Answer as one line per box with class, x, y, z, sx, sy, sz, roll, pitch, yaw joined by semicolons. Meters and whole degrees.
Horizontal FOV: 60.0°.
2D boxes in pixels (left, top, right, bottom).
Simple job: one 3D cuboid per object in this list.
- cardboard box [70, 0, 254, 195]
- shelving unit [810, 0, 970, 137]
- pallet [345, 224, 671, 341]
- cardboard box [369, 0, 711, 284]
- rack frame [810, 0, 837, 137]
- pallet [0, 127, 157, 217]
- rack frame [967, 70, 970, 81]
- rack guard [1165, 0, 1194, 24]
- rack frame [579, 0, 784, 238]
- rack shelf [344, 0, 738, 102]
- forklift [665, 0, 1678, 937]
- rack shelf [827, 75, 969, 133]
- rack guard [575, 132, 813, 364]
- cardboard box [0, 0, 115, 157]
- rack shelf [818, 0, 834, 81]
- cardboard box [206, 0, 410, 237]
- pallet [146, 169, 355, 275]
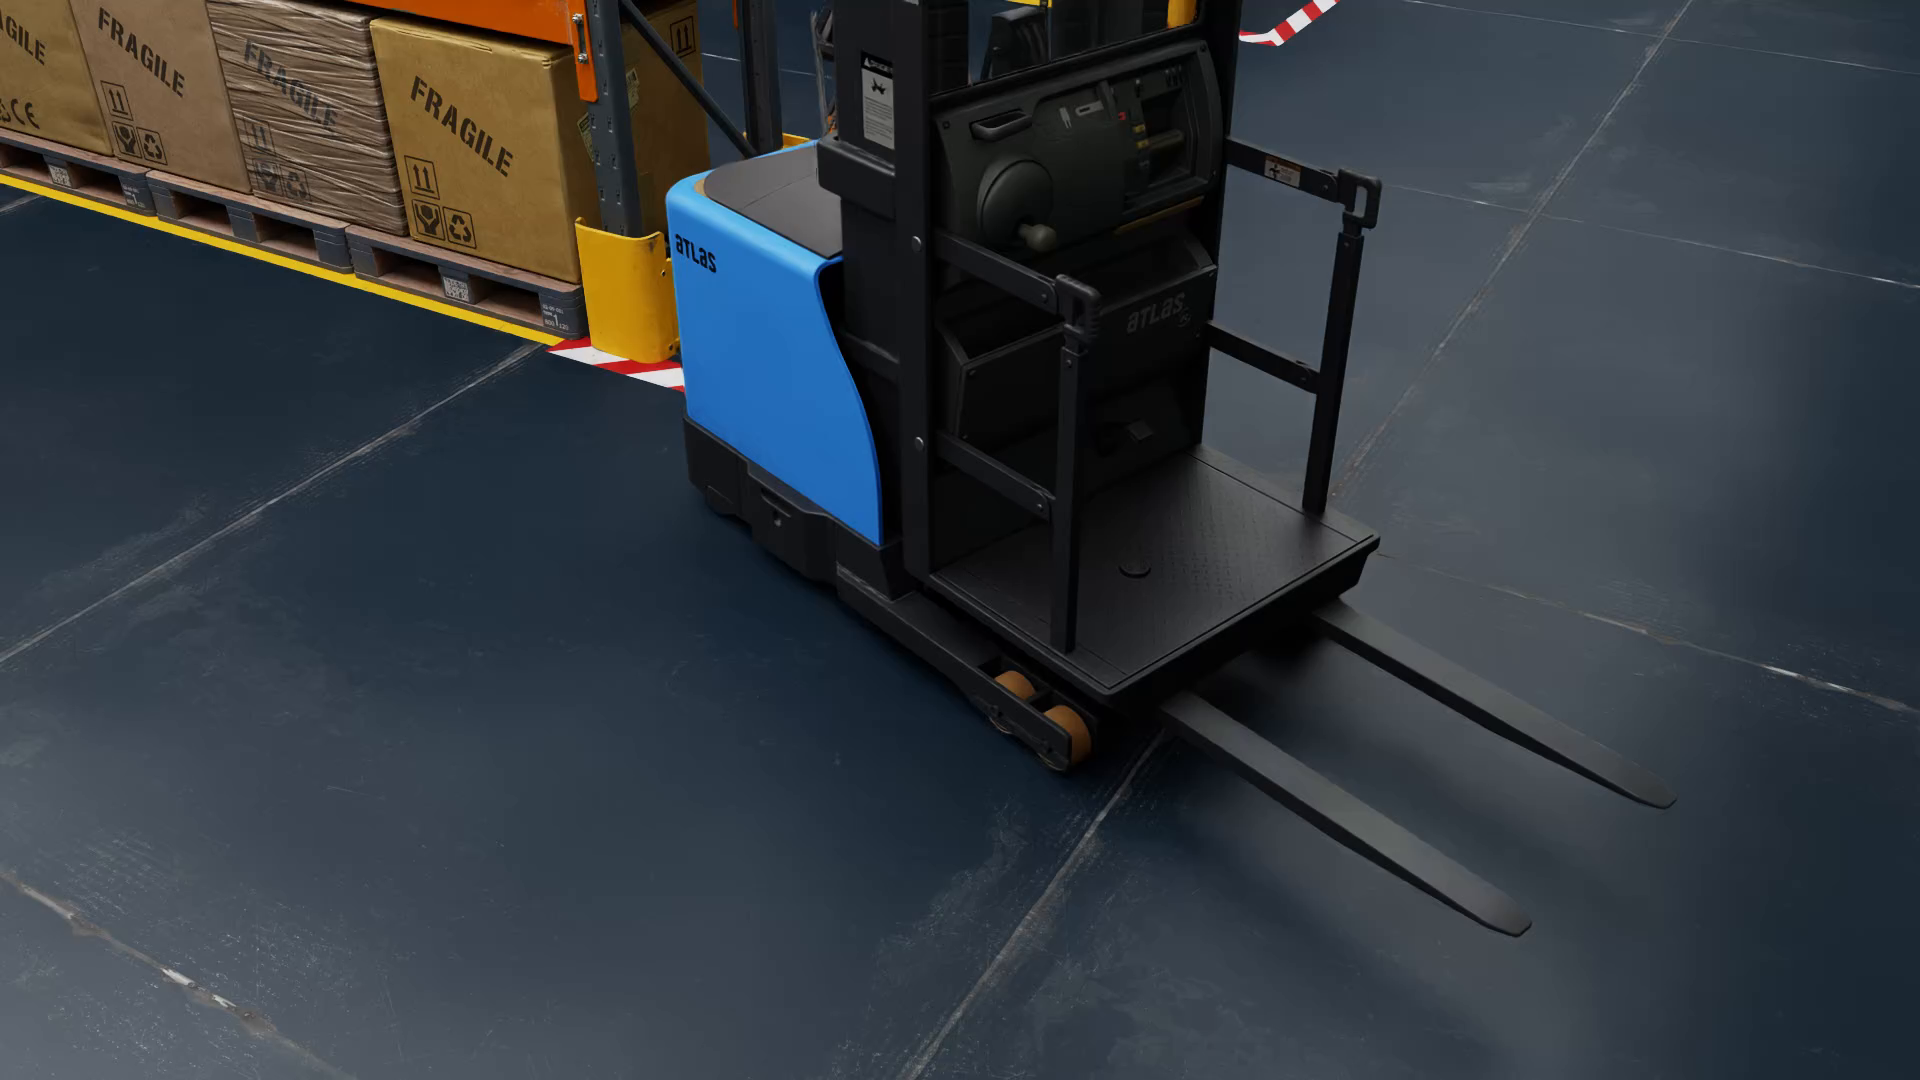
cardboard box;-3.177;-2.154;7.317;0.875;0.875;0.875;18;37;24
shelving unit;-0.253;-1.727;6.812;0.503;0.431;2.100;15;41;-22
pallet;-1.752;-1.253;6.941;1.213;0.211;1.003;18;37;24
cardboard box;-1.615;-1.659;6.573;0.875;0.875;0.875;18;37;24
rack frame;-0.471;-1.784;6.719;0.015;0.400;2.100;15;41;-22
pallet;-3.871;-1.924;7.948;1.213;0.211;1.003;18;37;24
rack frame;-0.034;-1.670;6.905;0.015;0.400;2.100;15;41;-22
rack guard;1.466;-3.574;10.166;0.348;0.500;1.175;18;37;24
rack frame;-1.019;-2.231;5.894;0.127;3.000;1.000;18;37;24
rack shelf;-2.756;-2.482;6.920;4.000;0.370;1.077;18;37;24
forklift;0.457;-0.938;4.014;1.130;2.935;3.031;-26;41;-33
rack shelf;-0.251;-1.717;6.802;0.480;0.431;0.518;15;41;-22
rack guard;-0.998;-1.184;6.577;0.348;0.500;1.175;18;37;24
cardboard box;-3.959;-2.402;7.688;0.875;0.875;0.875;18;37;24
rack shelf;-0.332;-2.208;7.294;0.480;0.431;0.518;15;41;-22
cardboard box;-2.405;-1.909;6.949;0.875;0.875;0.875;18;37;24
pallet;-2.807;-1.589;7.445;1.213;0.211;1.003;18;37;24
